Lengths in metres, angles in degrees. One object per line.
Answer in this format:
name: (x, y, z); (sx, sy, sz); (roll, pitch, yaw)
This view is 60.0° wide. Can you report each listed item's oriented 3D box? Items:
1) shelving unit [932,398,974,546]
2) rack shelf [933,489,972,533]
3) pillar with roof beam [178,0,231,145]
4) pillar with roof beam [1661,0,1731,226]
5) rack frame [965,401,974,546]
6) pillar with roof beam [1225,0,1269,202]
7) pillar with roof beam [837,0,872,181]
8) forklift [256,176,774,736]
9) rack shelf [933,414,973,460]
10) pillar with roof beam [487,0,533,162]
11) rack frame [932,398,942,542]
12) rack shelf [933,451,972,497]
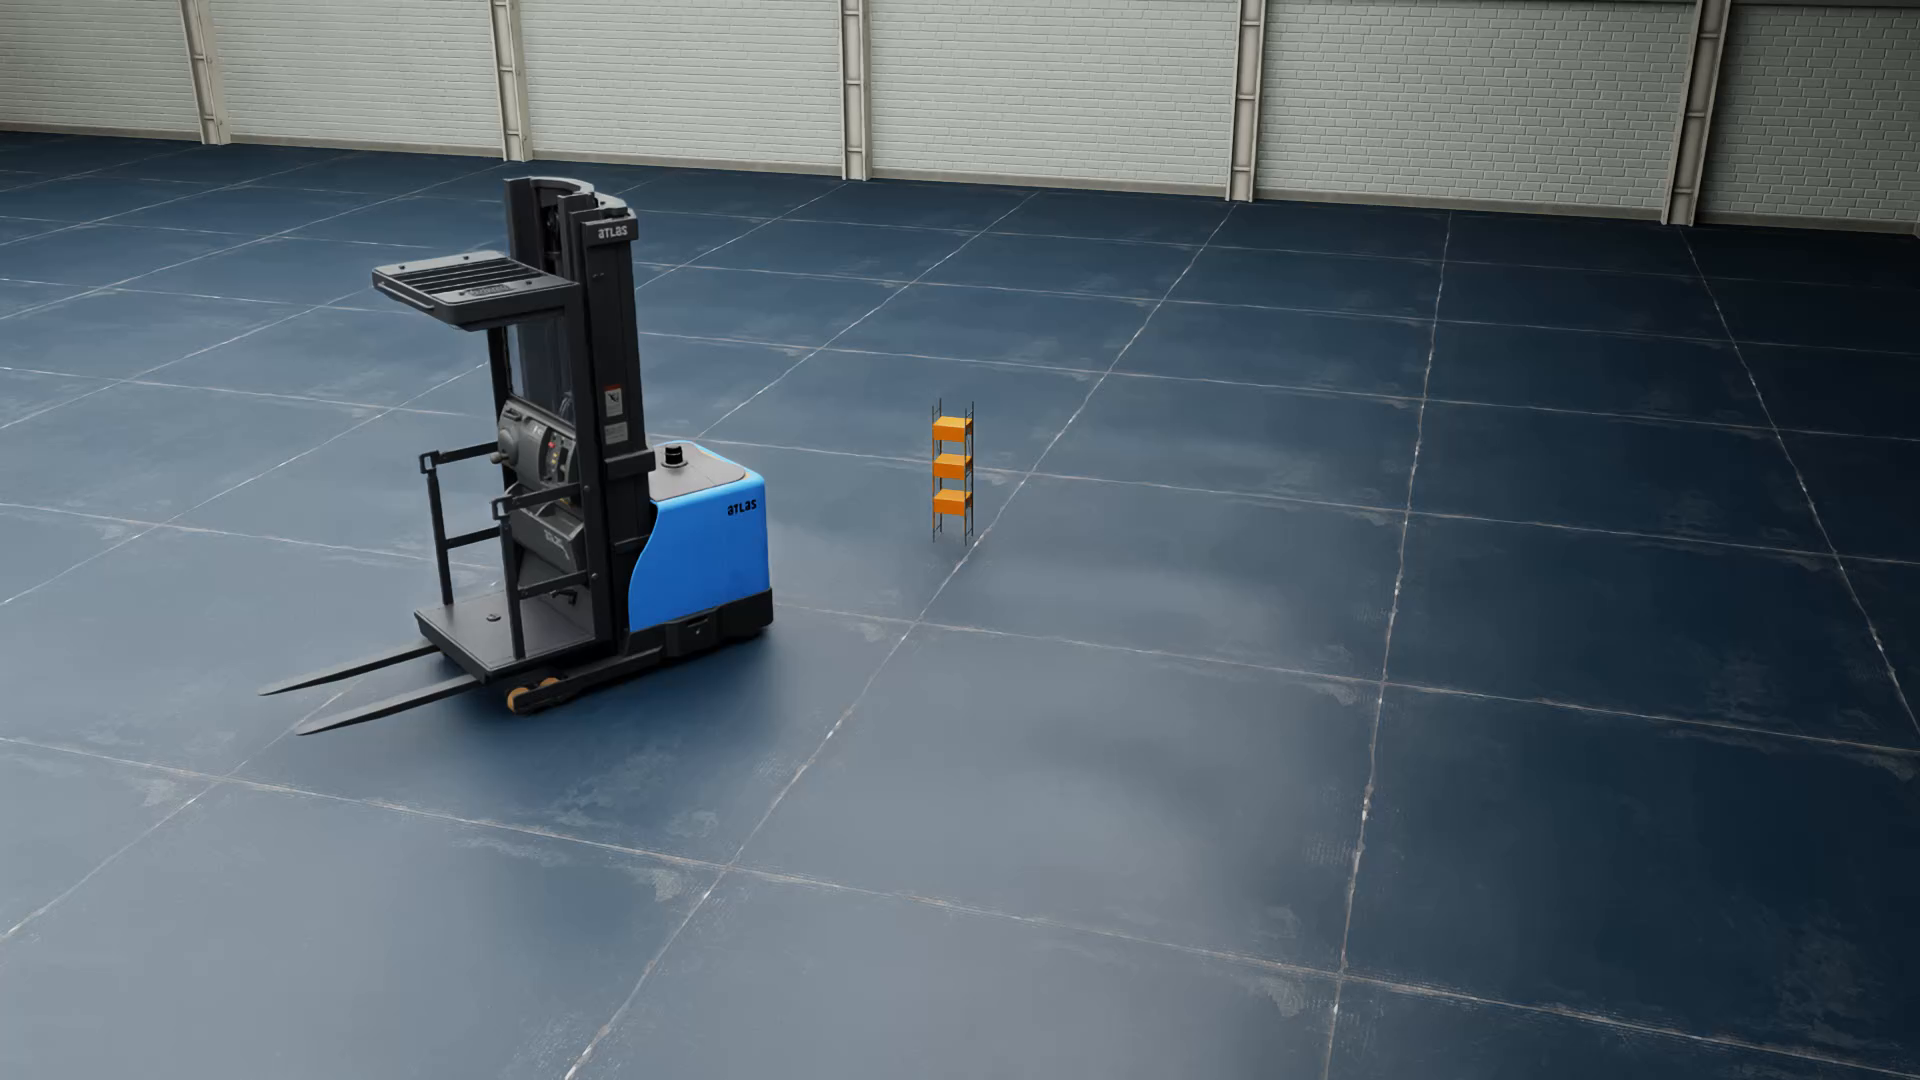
shelving unit: (-0.051, -0.492, 12.085); (0.252, 1.050, 0.215); (7, 23, 16)
rack shelf: (-0.051, -0.225, 12.195); (0.240, 0.259, 0.215); (7, 23, 16)
pillar with roof beam: (-14.343, -9.596, 23.807); (0.400, 9.000, 9.100); (7, 23, 16)
pillar with roof beam: (8.634, -6.965, 17.393); (0.400, 9.000, 9.100); (7, 23, 16)
rack frame: (0.066, -0.478, 12.052); (0.008, 1.050, 0.200); (7, 23, 16)
pillar with roof beam: (2.890, -7.623, 18.997); (0.400, 9.000, 9.100); (7, 23, 16)
pillar with roof beam: (-2.855, -8.281, 20.600); (0.400, 9.000, 9.100); (7, 23, 16)
forklift: (-2.669, -0.548, 9.744); (3.031, 2.935, 1.130); (-17, 28, -36)
rack shelf: (-0.051, -0.744, 11.981); (0.240, 0.259, 0.215); (7, 23, 16)
pillar with roof beam: (-8.599, -8.939, 22.204); (0.400, 9.000, 9.100); (7, 23, 16)
rack frame: (-0.168, -0.505, 12.118); (0.008, 1.050, 0.200); (7, 23, 16)
rack shelf: (-0.051, -0.482, 12.089); (0.240, 0.259, 0.215); (7, 23, 16)
